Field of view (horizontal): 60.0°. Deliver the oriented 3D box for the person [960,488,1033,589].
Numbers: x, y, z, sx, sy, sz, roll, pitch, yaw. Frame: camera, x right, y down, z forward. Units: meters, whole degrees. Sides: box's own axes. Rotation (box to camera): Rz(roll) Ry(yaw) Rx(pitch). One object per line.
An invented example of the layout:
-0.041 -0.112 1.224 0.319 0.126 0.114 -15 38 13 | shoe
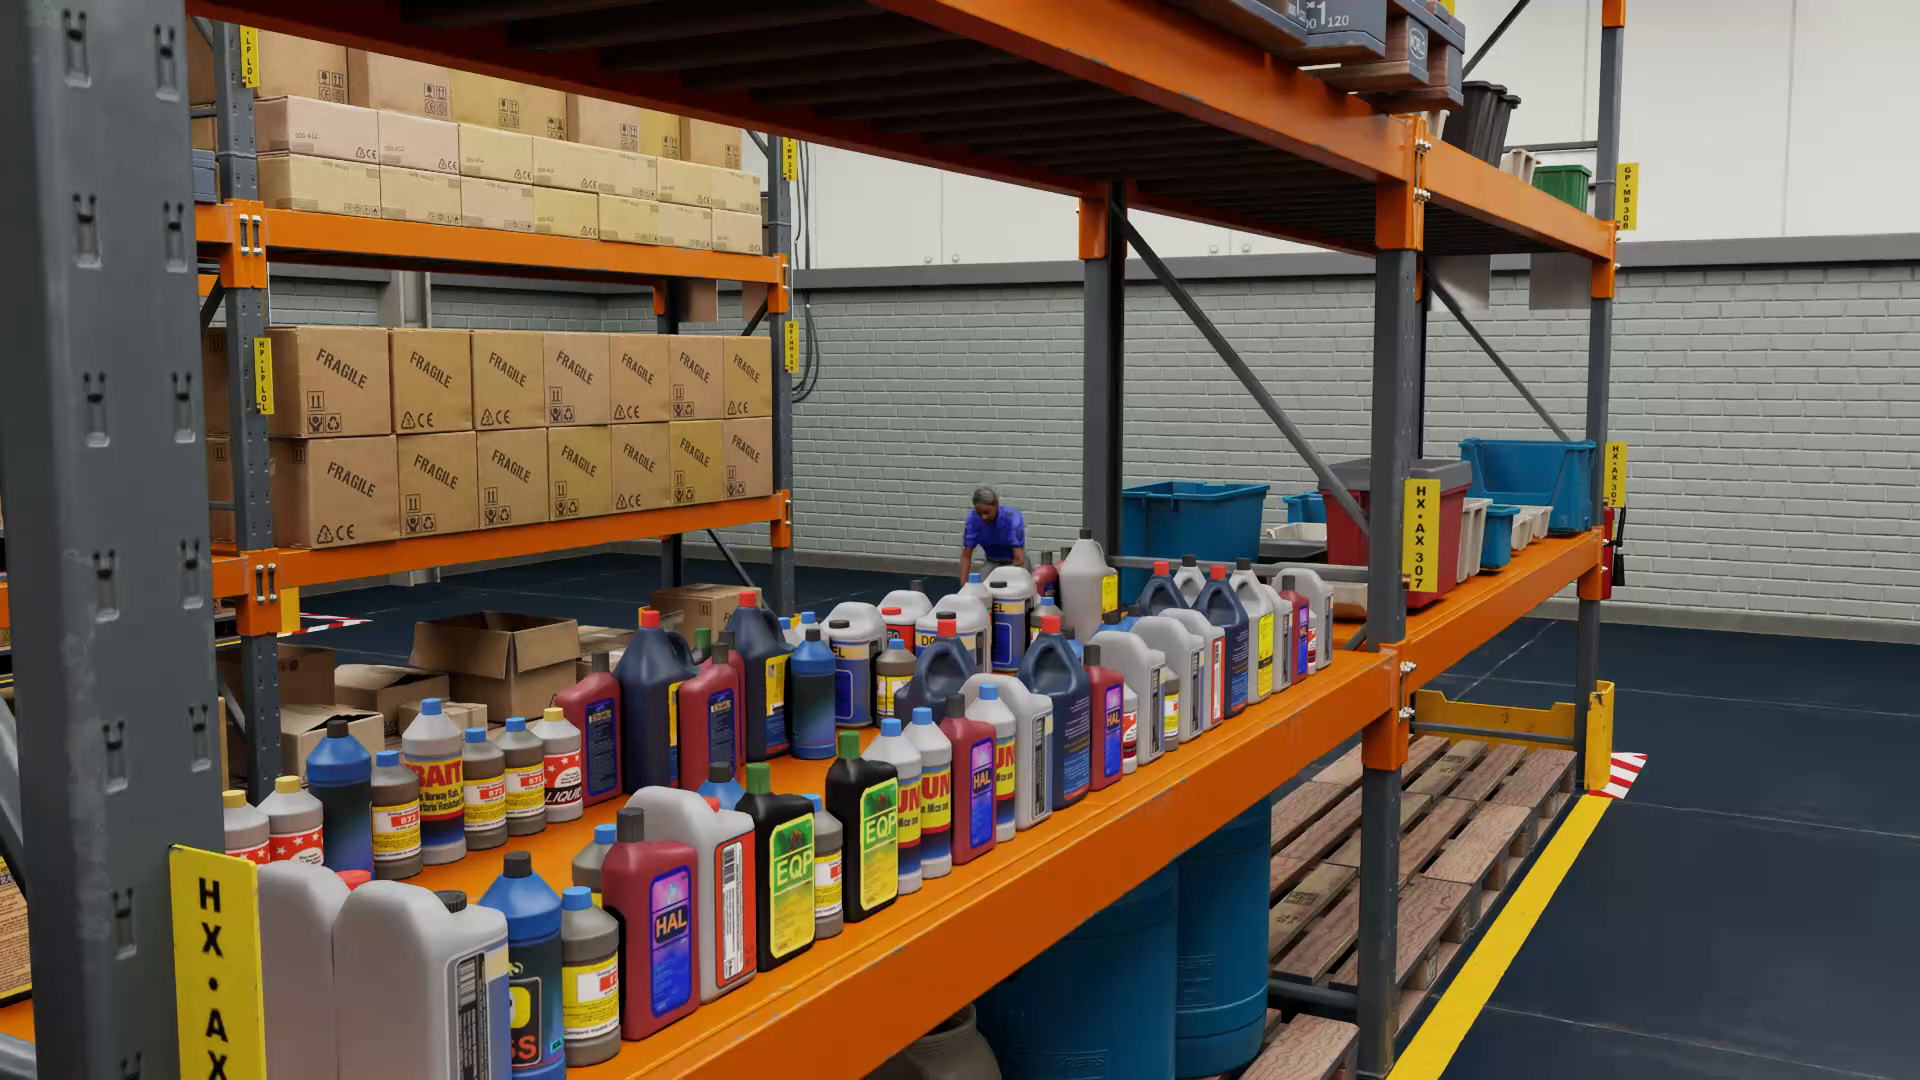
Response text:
0.286 0.248 11.887 0.497 1.280 0.682 3 7 29 | person
